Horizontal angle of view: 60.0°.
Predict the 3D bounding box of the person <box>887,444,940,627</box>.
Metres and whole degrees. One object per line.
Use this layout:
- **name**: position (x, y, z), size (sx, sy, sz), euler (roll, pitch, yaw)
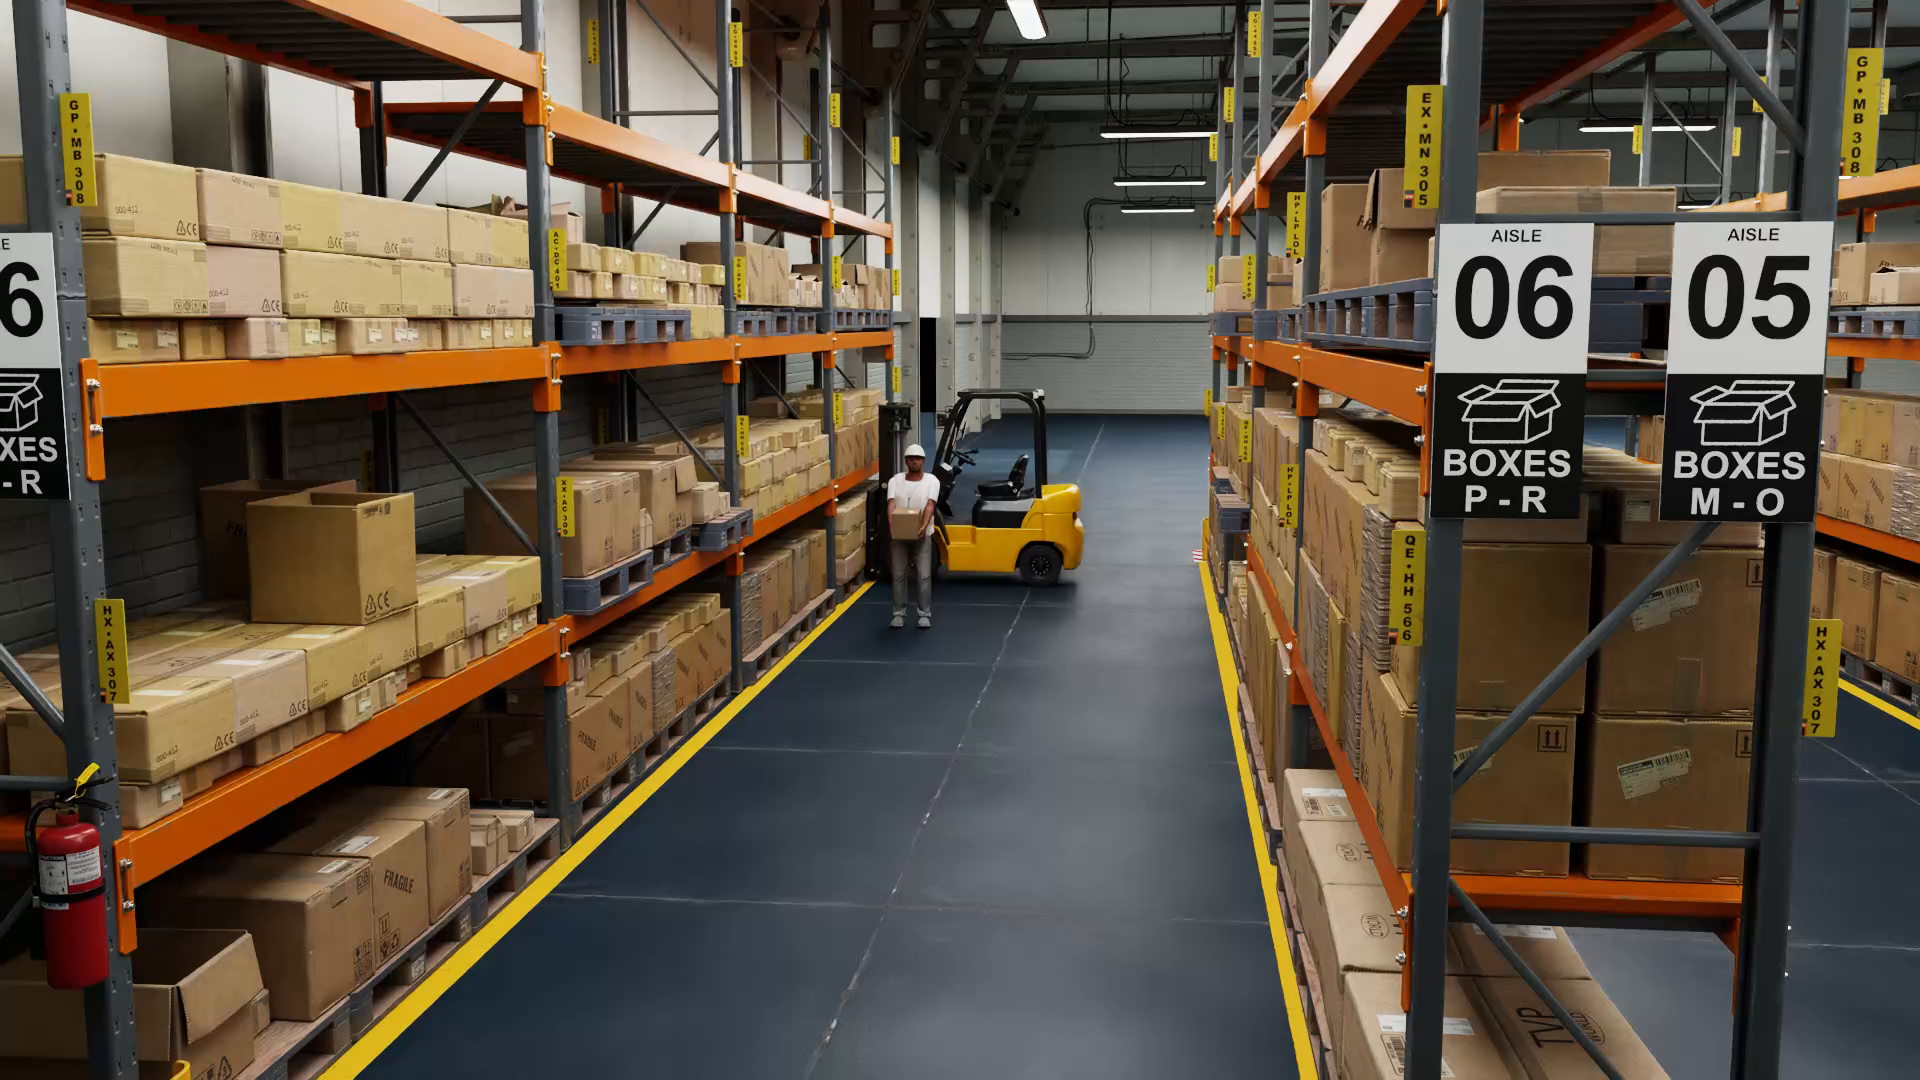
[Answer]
- **person**: position (-0.463, -0.028, 15.938), size (0.503, 1.760, 0.587), euler (1, 8, 7)
